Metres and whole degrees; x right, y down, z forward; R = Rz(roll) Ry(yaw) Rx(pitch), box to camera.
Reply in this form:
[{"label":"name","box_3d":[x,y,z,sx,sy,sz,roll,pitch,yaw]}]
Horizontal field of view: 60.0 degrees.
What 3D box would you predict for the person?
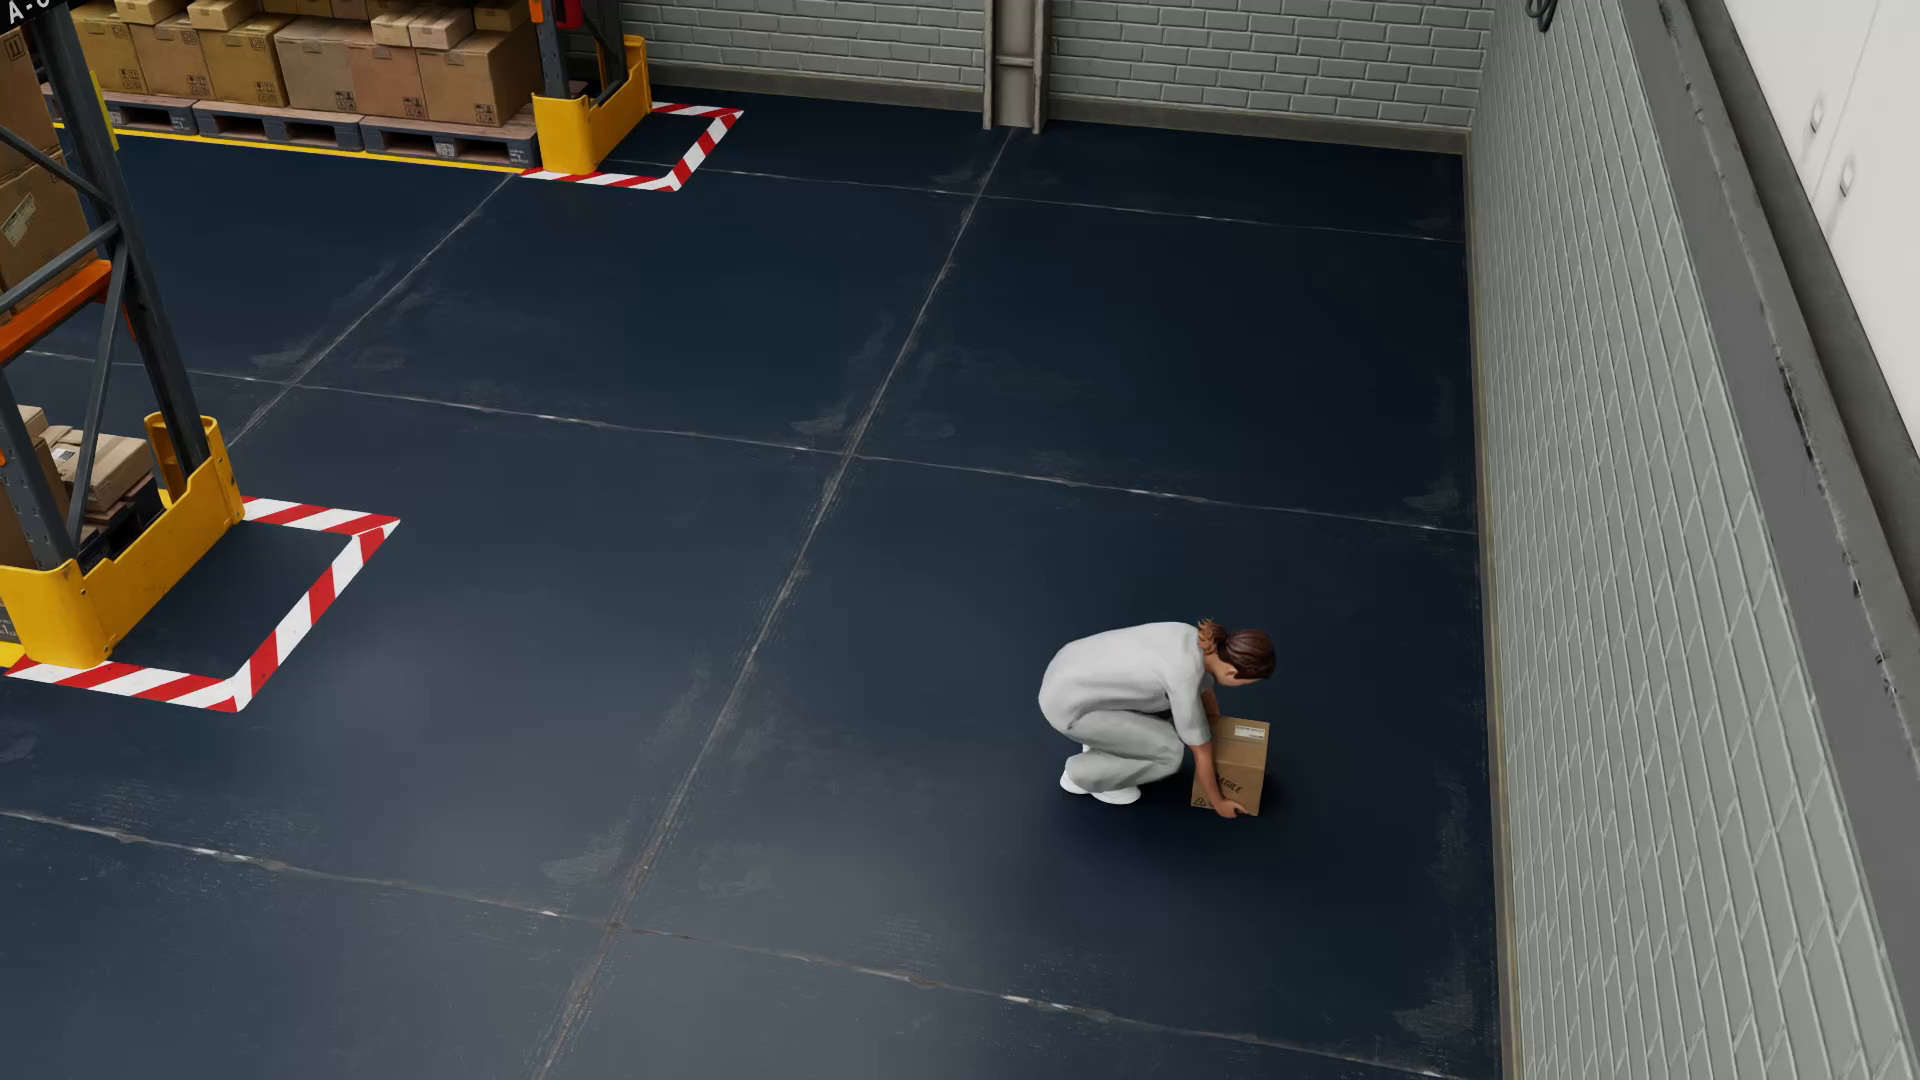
[{"label":"person","box_3d":[0.712,0.630,6.137,0.836,0.816,0.459,7,37,9]}]
